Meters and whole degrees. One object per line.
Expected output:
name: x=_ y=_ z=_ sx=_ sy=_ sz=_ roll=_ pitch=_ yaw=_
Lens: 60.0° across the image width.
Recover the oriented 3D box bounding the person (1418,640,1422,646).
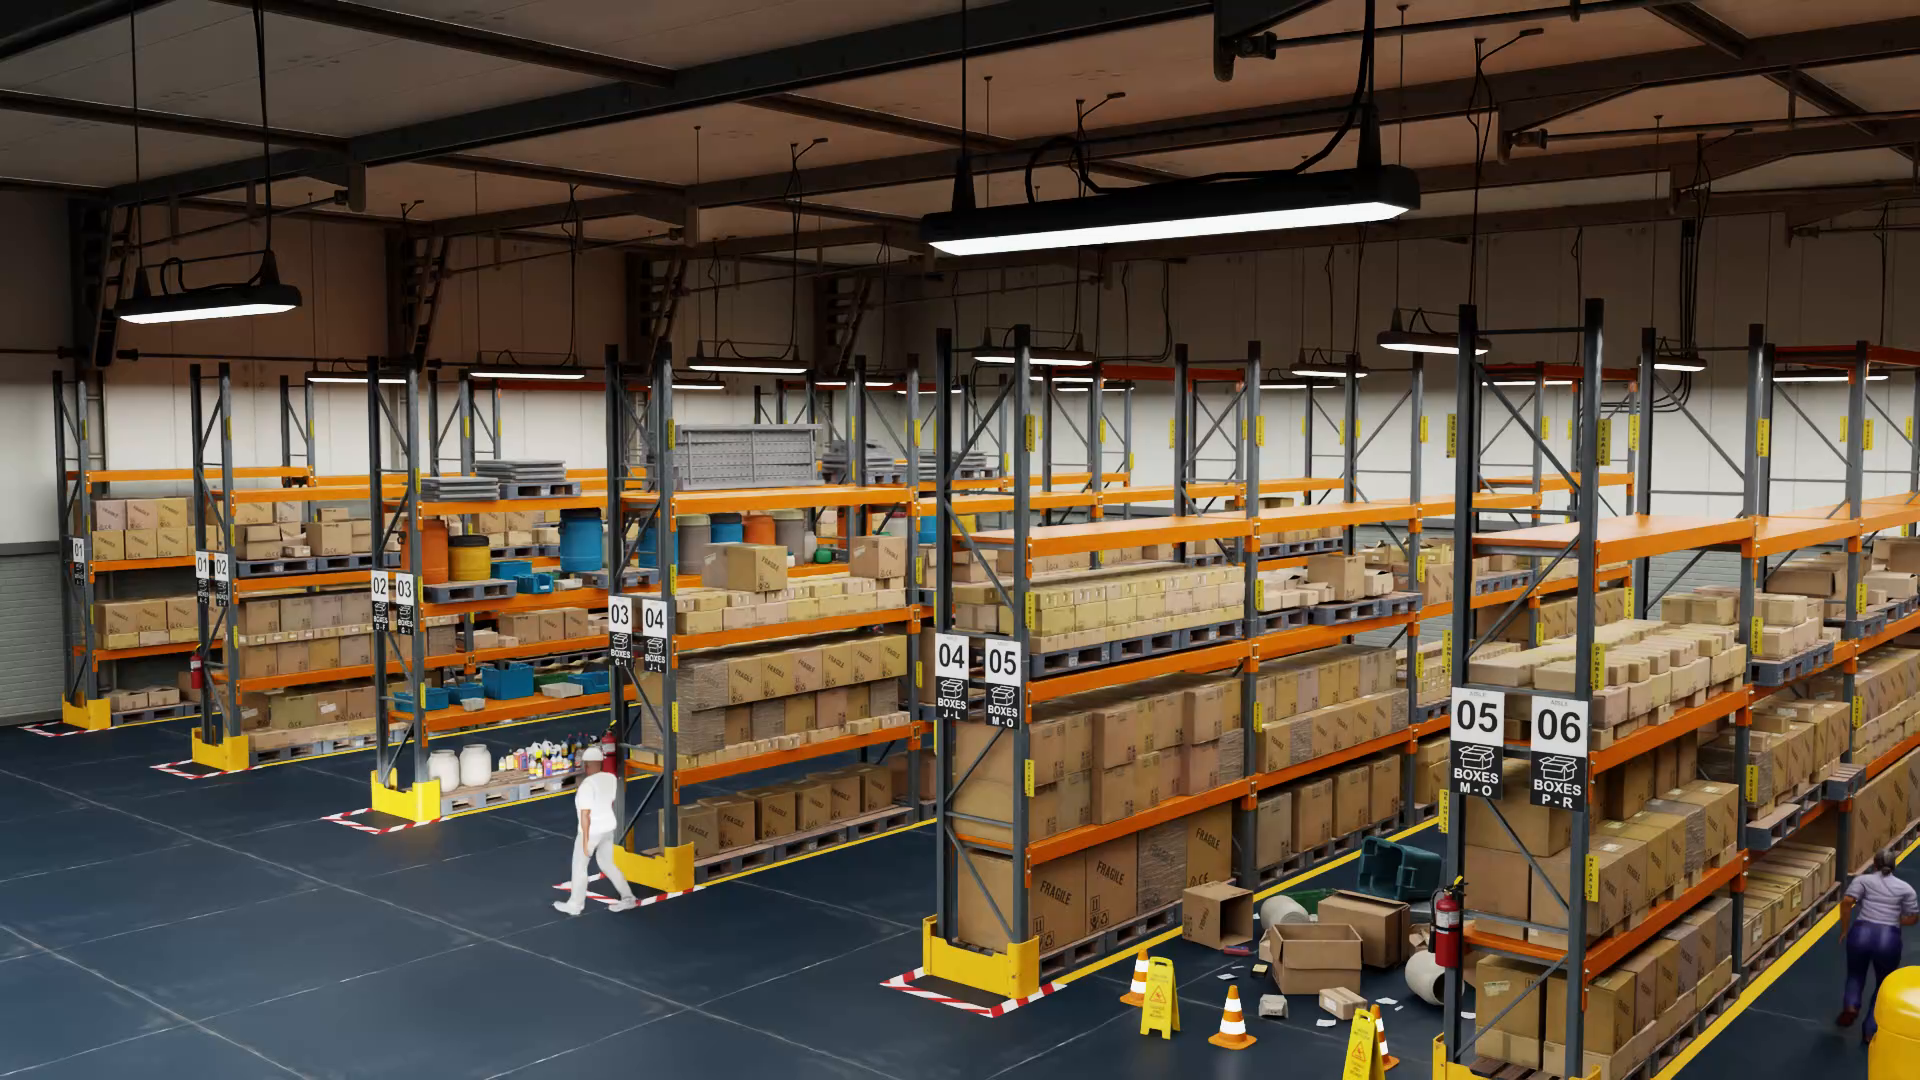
person: x=7.015 y=2.435 z=25.838 sx=0.652 sy=1.747 sz=0.675 roll=1 pitch=4 yaw=19

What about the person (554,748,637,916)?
person: x=-3.813 y=3.047 z=17.392 sx=0.803 sy=1.762 sz=0.595 roll=2 pitch=5 yaw=28

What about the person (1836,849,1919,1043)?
person: x=7.731 y=3.399 z=14.016 sx=0.546 sy=1.527 sz=0.709 roll=4 pitch=6 yaw=43
